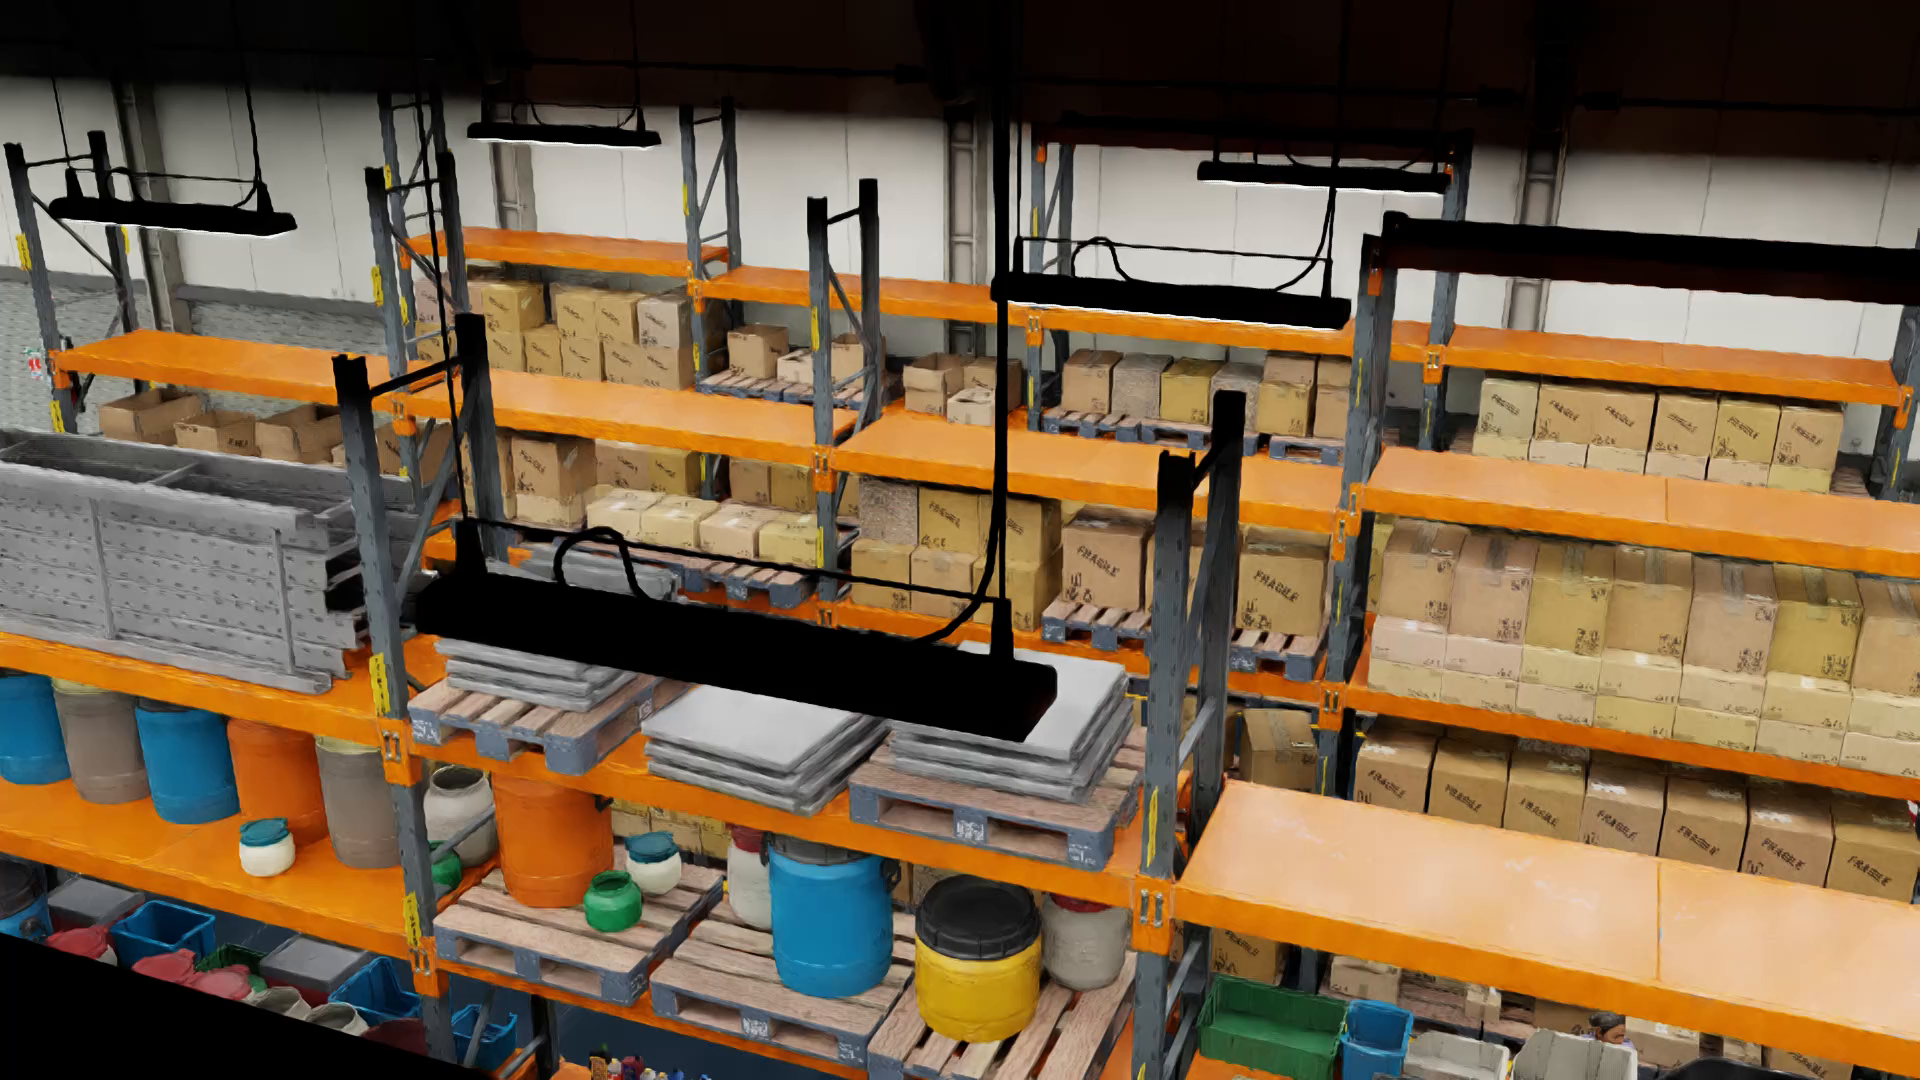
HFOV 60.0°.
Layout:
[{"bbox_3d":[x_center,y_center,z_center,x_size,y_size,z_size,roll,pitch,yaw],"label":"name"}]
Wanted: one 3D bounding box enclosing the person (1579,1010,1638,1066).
[{"bbox_3d":[3.998,3.634,10.527,0.506,1.649,0.452,4,21,10],"label":"person"}]
